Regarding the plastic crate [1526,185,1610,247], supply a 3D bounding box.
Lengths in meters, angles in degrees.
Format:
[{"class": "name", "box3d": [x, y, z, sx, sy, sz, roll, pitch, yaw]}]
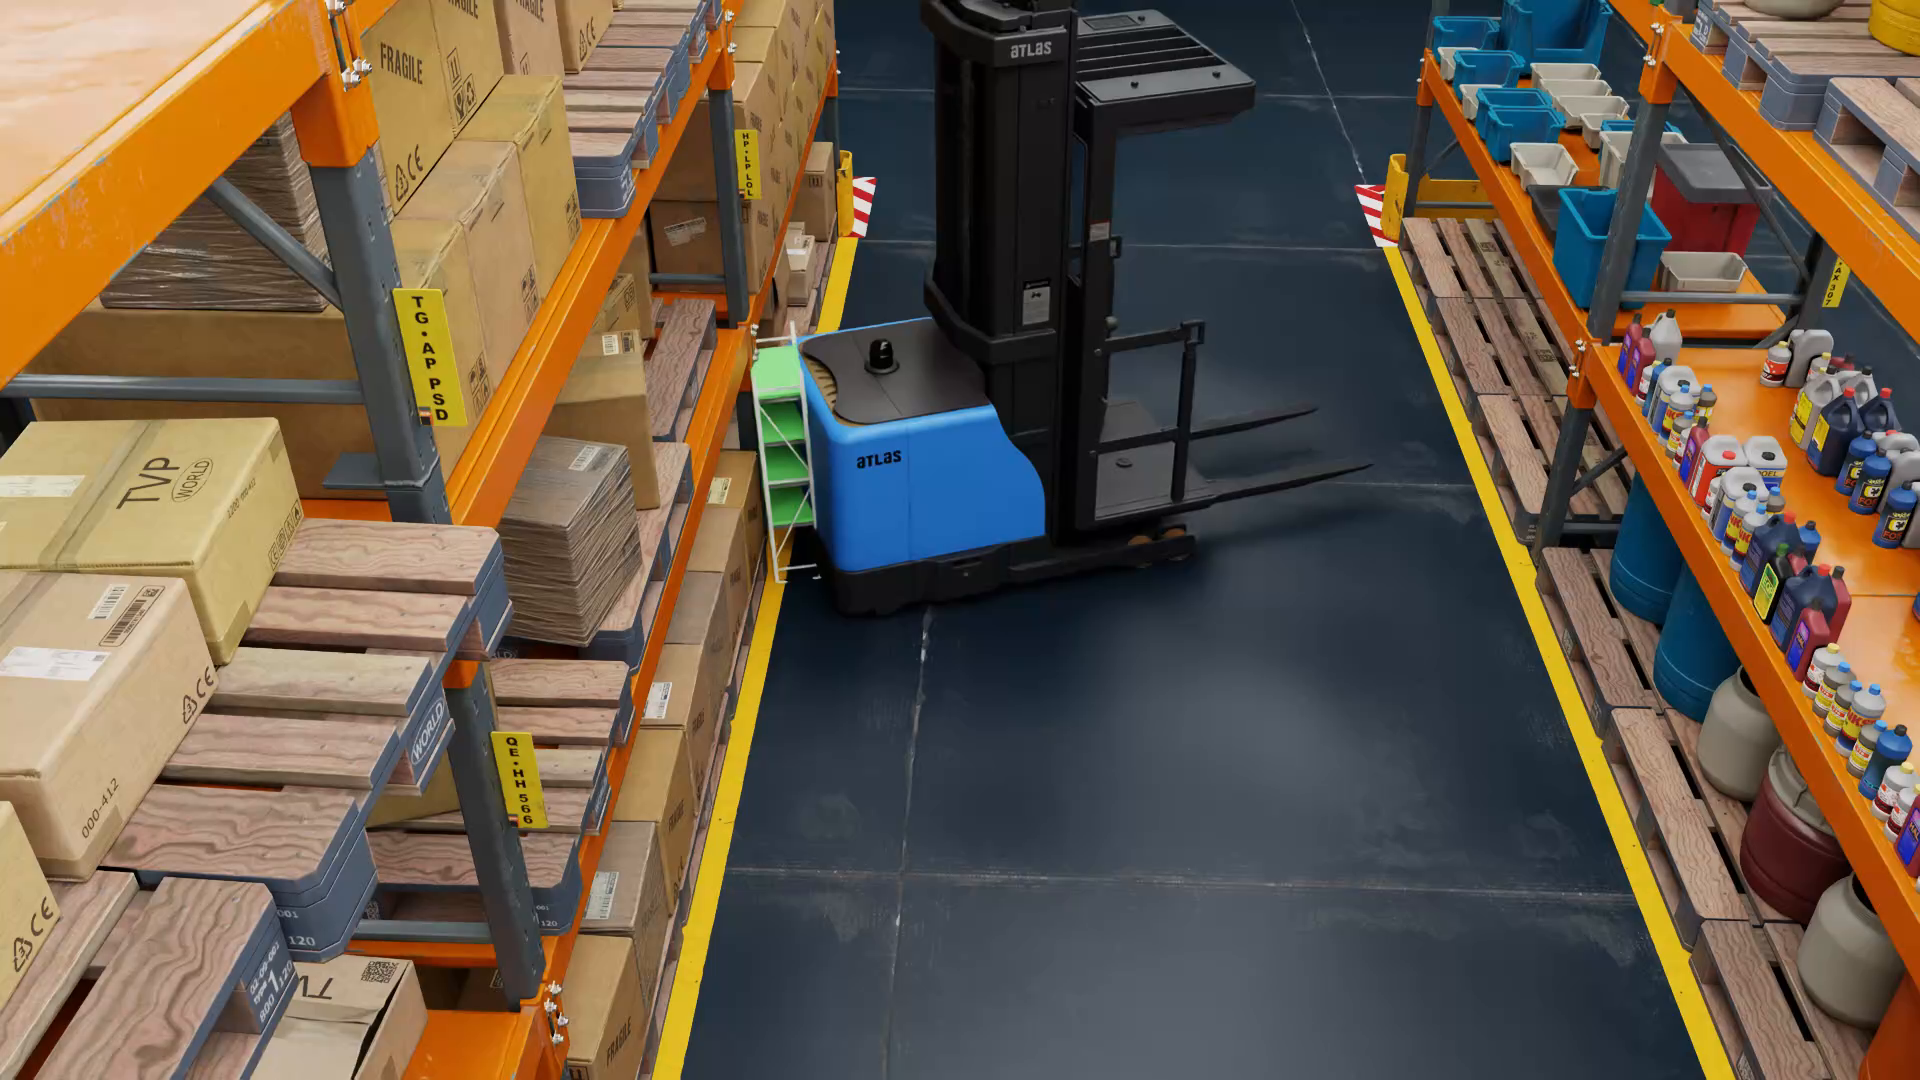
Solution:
[{"class": "plastic crate", "box3d": [3.219, -1.670, 8.650, 0.437, 0.125, 0.590, 1, 35, 2]}]

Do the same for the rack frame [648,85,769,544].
[{"class": "rack frame", "box3d": [-1.507, -1.225, 7.830, 1.000, 3.000, 0.127, 1, 35, 2]}]

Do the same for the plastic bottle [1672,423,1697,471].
[{"class": "plastic bottle", "box3d": [2.988, -0.382, 6.803, 0.097, 0.201, 0.097, 0, 35, 0]}]

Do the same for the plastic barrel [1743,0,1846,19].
[{"class": "plastic barrel", "box3d": [3.170, -2.266, 6.220, 0.433, 0.535, 0.433, 0, 35, 0]}]

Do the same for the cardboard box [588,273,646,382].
[{"class": "cardboard box", "box3d": [-1.714, -0.774, 6.736, 0.700, 0.500, 0.500, 7, 36, 9]}]

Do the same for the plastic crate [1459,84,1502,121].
[{"class": "plastic crate", "box3d": [3.141, -2.617, 9.987, 0.250, 0.136, 0.298, 1, 35, 2]}]

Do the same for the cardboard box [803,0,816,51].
[{"class": "cardboard box", "box3d": [-1.125, -3.123, 9.574, 0.500, 0.500, 0.500, 2, 35, 3]}]

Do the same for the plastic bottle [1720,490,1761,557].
[{"class": "plastic bottle", "box3d": [2.964, -0.067, 6.295, 0.097, 0.271, 0.097, 0, 35, 0]}]

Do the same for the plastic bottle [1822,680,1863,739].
[{"class": "plastic bottle", "box3d": [2.923, 0.551, 5.476, 0.097, 0.201, 0.097, 0, 35, 0]}]

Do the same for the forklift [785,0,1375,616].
[{"class": "forklift", "box3d": [0.682, -1.332, 8.042, 3.031, 2.935, 1.130, -11, 37, -15]}]

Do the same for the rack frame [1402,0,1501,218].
[{"class": "rack frame", "box3d": [3.603, -3.406, 10.934, 1.000, 3.000, 0.127, 1, 35, 2]}]

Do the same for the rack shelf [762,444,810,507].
[{"class": "rack shelf", "box3d": [-0.868, -0.371, 8.285, 0.258, 0.148, 0.480, -7, 36, -7]}]

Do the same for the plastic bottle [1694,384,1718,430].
[{"class": "plastic bottle", "box3d": [3.153, -0.567, 7.067, 0.097, 0.201, 0.097, 0, 35, 0]}]

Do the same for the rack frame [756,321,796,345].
[{"class": "rack frame", "box3d": [-0.910, -0.561, 8.445, 0.240, 1.200, 0.015, -7, 36, -7]}]

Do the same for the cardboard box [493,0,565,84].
[{"class": "cardboard box", "box3d": [-1.652, -1.652, 5.289, 0.600, 0.600, 0.600, 0, 35, 0]}]

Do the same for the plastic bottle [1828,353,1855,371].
[{"class": "plastic bottle", "box3d": [3.785, -0.693, 7.174, 0.061, 0.283, 0.133, 1, 35, 2]}]

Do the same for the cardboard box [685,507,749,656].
[{"class": "cardboard box", "box3d": [-1.269, 0.192, 7.605, 0.500, 0.500, 0.500, 1, 35, 2]}]

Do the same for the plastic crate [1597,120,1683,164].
[{"class": "plastic crate", "box3d": [3.776, -2.177, 9.278, 0.416, 0.233, 0.300, 1, 35, 2]}]

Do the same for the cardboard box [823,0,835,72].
[{"class": "cardboard box", "box3d": [-1.093, -3.300, 10.696, 0.500, 0.500, 0.500, 2, 35, 3]}]

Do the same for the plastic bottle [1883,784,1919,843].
[{"class": "plastic bottle", "box3d": [2.903, 0.830, 5.078, 0.097, 0.201, 0.097, 0, 35, 0]}]

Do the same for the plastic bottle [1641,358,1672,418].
[{"class": "plastic bottle", "box3d": [3.005, -0.656, 7.132, 0.097, 0.271, 0.097, 0, 35, 0]}]

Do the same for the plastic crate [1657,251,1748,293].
[{"class": "plastic crate", "box3d": [3.603, -1.289, 8.098, 0.396, 0.136, 0.243, 1, 35, 2]}]

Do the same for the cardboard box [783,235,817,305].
[{"class": "cardboard box", "box3d": [-1.190, -1.715, 10.536, 0.500, 0.250, 0.500, 1, 35, 2]}]

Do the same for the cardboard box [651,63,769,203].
[{"class": "cardboard box", "box3d": [-1.207, -1.939, 7.890, 0.500, 0.500, 0.500, 2, 35, 3]}]

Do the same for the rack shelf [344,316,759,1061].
[{"class": "rack shelf", "box3d": [-1.588, 0.219, 6.402, 1.077, 0.370, 4.000, 1, 35, 2]}]

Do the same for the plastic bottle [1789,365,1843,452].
[{"class": "plastic bottle", "box3d": [3.588, -0.556, 6.921, 0.144, 0.351, 0.185, 1, 35, 2]}]

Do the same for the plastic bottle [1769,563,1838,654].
[{"class": "plastic bottle", "box3d": [2.965, 0.221, 5.816, 0.144, 0.351, 0.185, 1, 35, 2]}]

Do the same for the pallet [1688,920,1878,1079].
[{"class": "pallet", "box3d": [3.271, 1.877, 5.842, 1.003, 0.211, 1.213, 1, 35, 2]}]

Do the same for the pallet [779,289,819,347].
[{"class": "pallet", "box3d": [-1.432, -1.181, 10.193, 1.003, 0.211, 1.213, 1, 35, 2]}]

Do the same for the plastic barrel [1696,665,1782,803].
[{"class": "plastic barrel", "box3d": [3.263, 0.779, 6.777, 0.421, 0.512, 0.421, 0, 35, 0]}]

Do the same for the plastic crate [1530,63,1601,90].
[{"class": "plastic crate", "box3d": [3.751, -2.850, 10.320, 0.396, 0.136, 0.243, 1, 35, 2]}]

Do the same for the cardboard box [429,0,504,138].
[{"class": "cardboard box", "box3d": [-1.603, -1.440, 4.571, 0.500, 0.500, 0.500, 1, 35, 2]}]

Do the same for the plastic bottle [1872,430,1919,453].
[{"class": "plastic bottle", "box3d": [3.714, -0.324, 6.656, 0.152, 0.276, 0.135, 1, 35, 2]}]

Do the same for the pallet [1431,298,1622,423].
[{"class": "pallet", "box3d": [3.479, -1.094, 10.068, 1.003, 0.211, 1.213, 1, 35, 2]}]

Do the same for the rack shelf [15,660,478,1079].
[{"class": "rack shelf", "box3d": [-1.748, 1.289, 2.269, 1.077, 0.370, 4.000, 1, 35, 2]}]

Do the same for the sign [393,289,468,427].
[{"class": "sign", "box3d": [-1.114, -0.380, 3.501, 0.100, 0.325, 0.005, 1, 35, 2]}]

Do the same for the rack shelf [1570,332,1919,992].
[{"class": "rack shelf", "box3d": [3.362, 0.335, 6.236, 1.077, 0.370, 4.000, 1, 35, 2]}]

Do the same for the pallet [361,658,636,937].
[{"class": "pallet", "box3d": [-1.711, 0.761, 5.171, 1.213, 0.211, 1.003, 1, 35, 2]}]

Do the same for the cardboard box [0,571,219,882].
[{"class": "cardboard box", "box3d": [-1.633, 0.299, 2.818, 0.500, 0.250, 0.500, 2, 35, 3]}]

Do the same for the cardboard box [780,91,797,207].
[{"class": "cardboard box", "box3d": [-1.175, -2.134, 9.036, 0.500, 0.500, 0.500, 1, 35, 2]}]

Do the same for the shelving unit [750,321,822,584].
[{"class": "shelving unit", "box3d": [-0.869, -0.423, 8.248, 0.258, 1.200, 0.503, -7, 36, -7]}]

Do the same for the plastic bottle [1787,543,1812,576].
[{"class": "plastic bottle", "box3d": [2.991, 0.157, 5.965, 0.061, 0.283, 0.133, 1, 35, 2]}]

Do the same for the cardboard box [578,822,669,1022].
[{"class": "cardboard box", "box3d": [-1.349, 1.360, 5.943, 0.500, 0.500, 0.500, 0, 35, 0]}]

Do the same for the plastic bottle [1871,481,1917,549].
[{"class": "plastic bottle", "box3d": [3.574, -0.104, 6.346, 0.097, 0.271, 0.097, 0, 35, 0]}]

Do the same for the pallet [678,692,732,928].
[{"class": "pallet", "box3d": [-1.548, 1.087, 6.965, 1.003, 0.211, 1.213, 1, 35, 2]}]

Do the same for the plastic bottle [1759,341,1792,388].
[{"class": "plastic bottle", "box3d": [3.624, -0.785, 7.377, 0.097, 0.201, 0.097, 0, 35, 0]}]
